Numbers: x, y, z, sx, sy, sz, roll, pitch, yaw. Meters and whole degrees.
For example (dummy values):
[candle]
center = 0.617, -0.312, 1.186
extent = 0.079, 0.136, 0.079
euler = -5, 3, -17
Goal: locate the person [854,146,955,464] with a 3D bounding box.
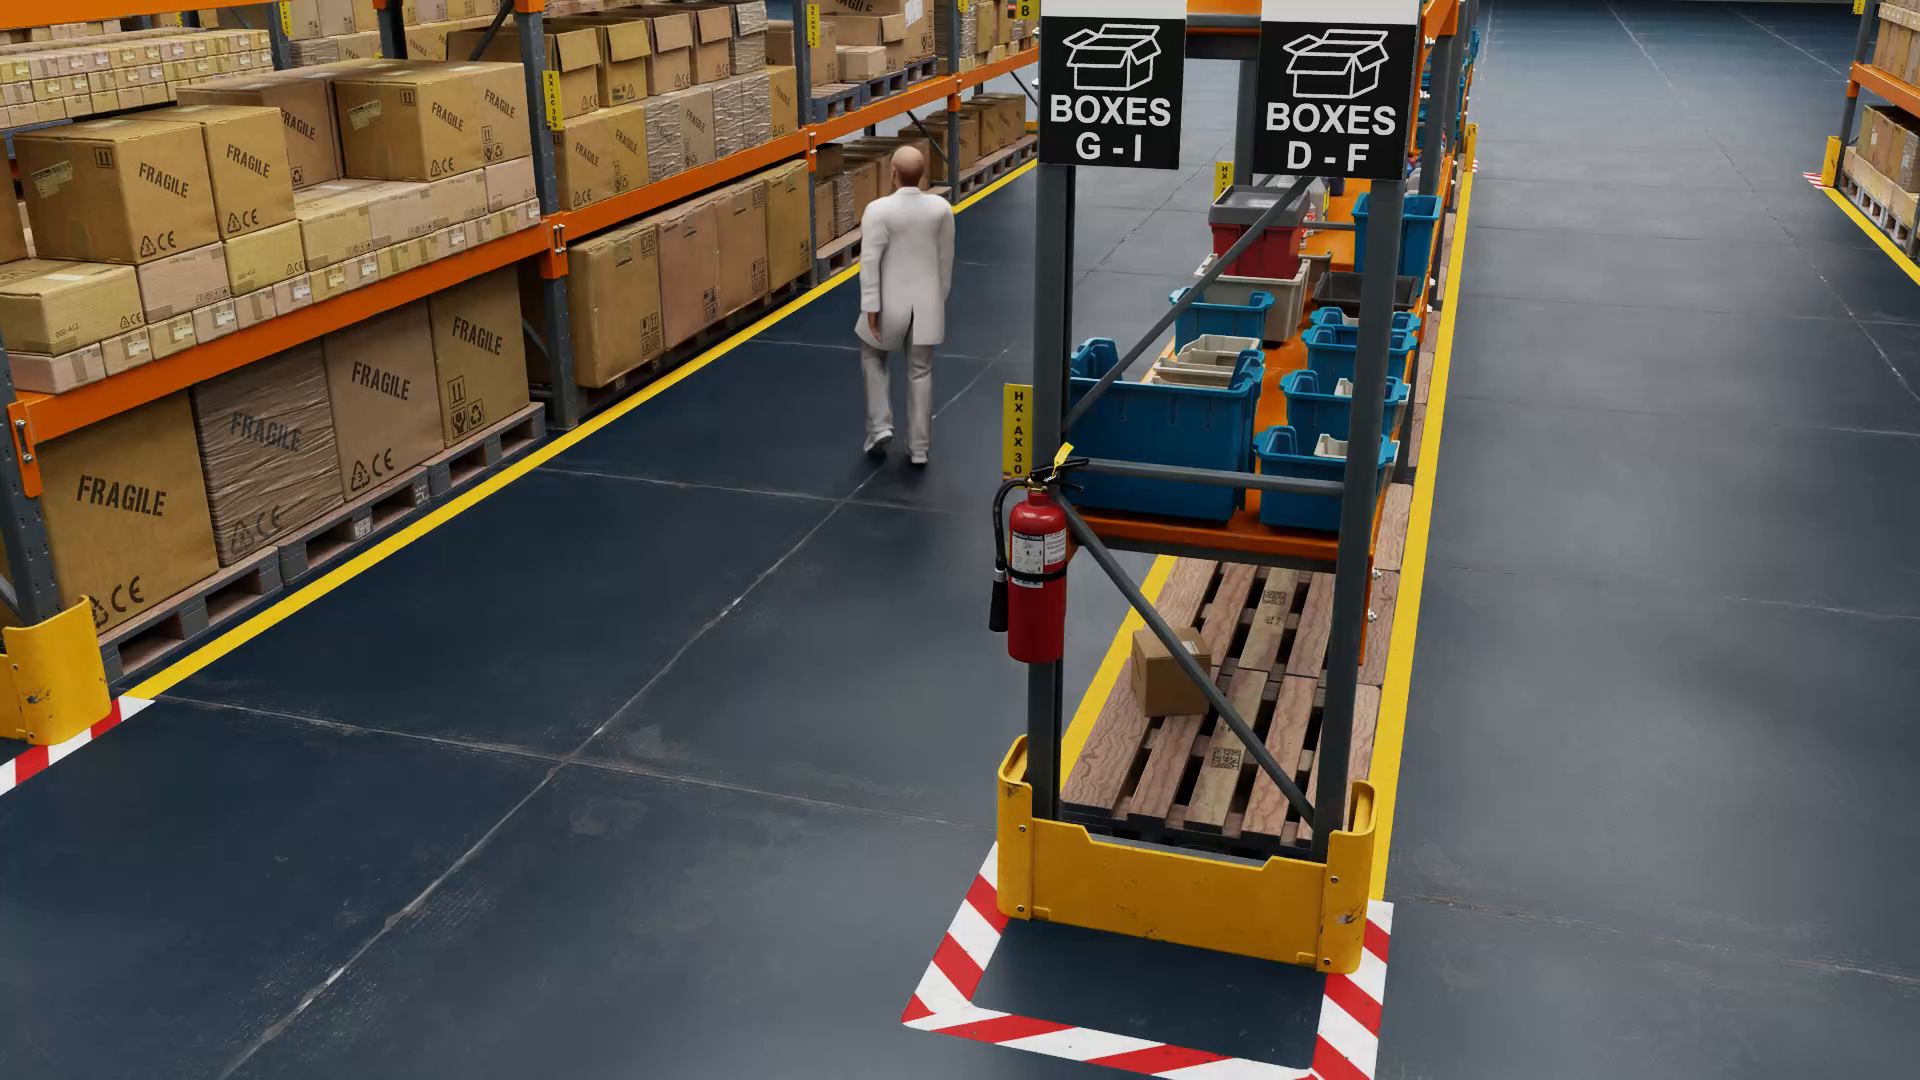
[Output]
[person]
center = -0.308, -1.299, 9.418
extent = 0.572, 1.848, 0.576
euler = -6, 22, -14
